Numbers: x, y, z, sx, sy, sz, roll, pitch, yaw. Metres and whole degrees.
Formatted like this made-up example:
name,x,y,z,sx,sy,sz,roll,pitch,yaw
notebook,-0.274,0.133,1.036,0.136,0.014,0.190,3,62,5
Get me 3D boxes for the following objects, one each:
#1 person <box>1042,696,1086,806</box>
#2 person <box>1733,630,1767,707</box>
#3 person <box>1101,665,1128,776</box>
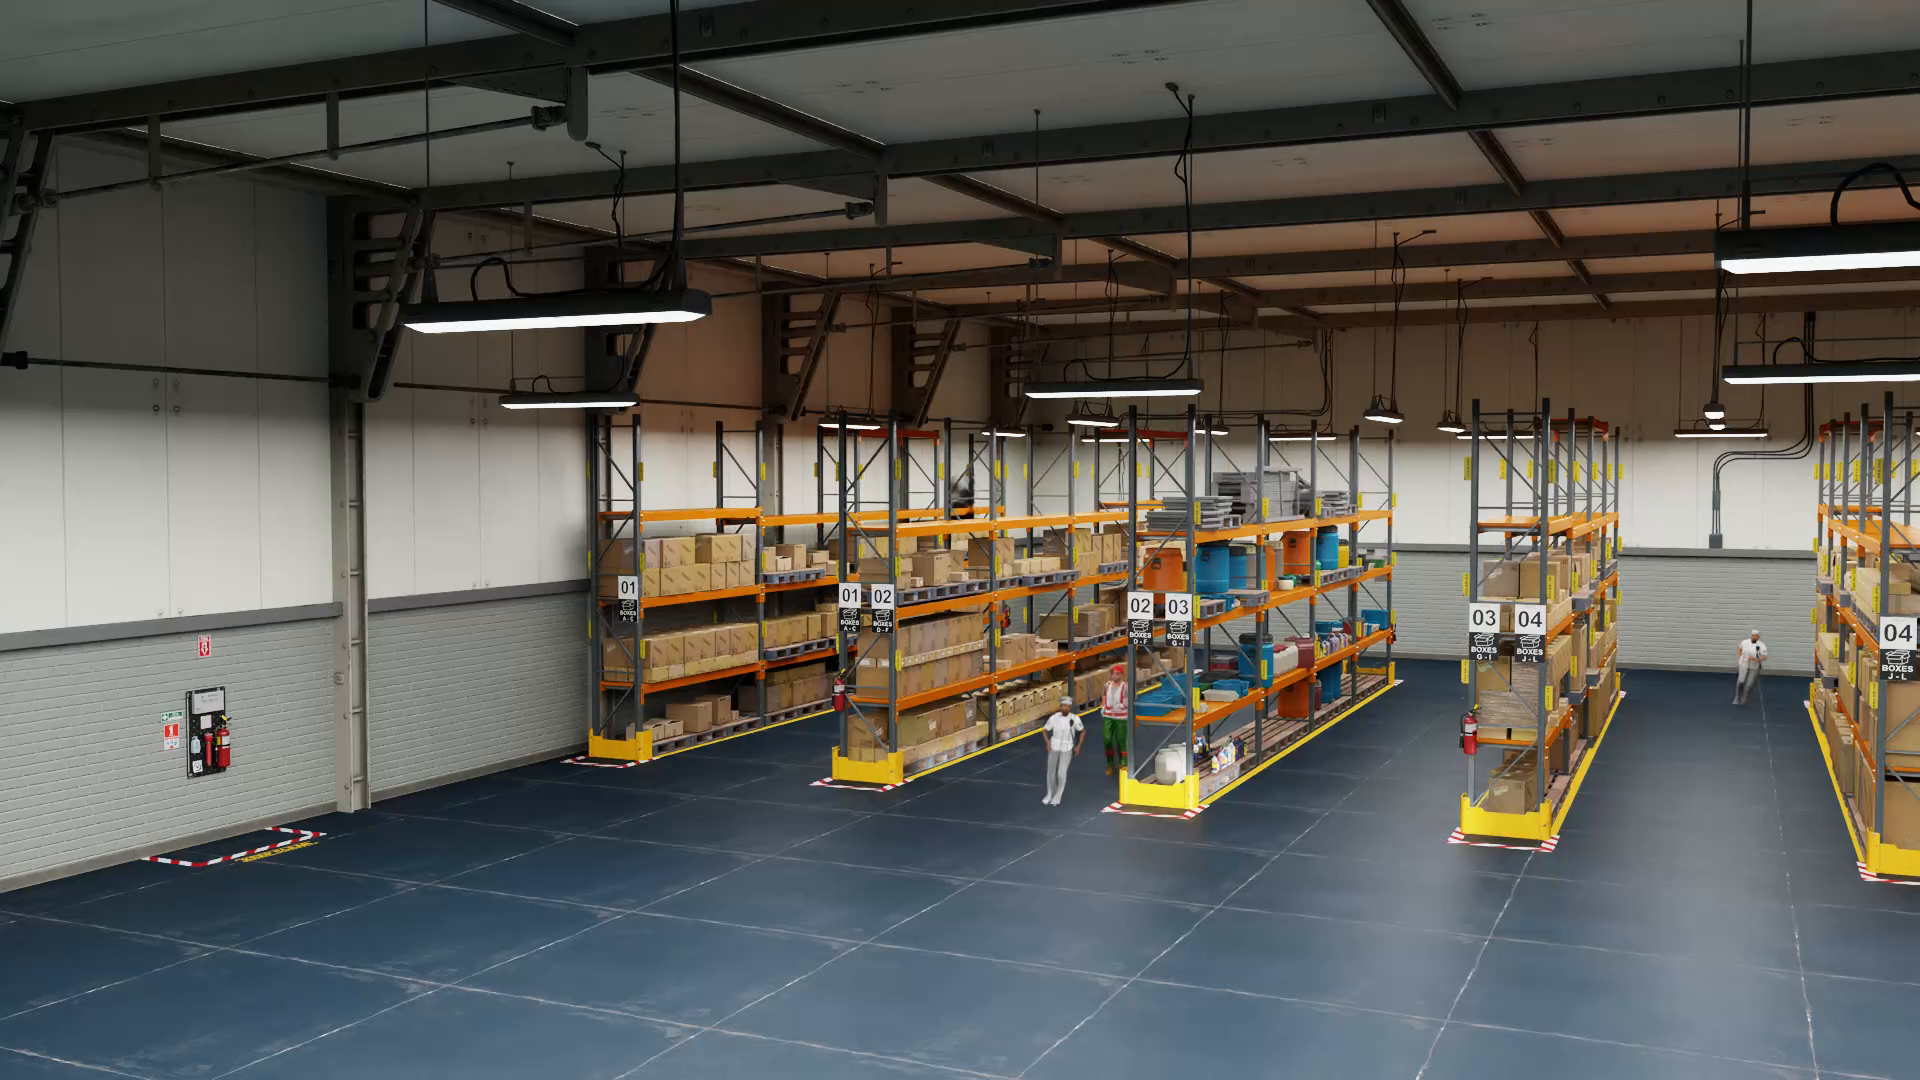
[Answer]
name,x,y,z,sx,sy,sz,roll,pitch,yaw
person,1.534,3.154,24.883,0.640,1.652,0.604,1,2,12
person,16.855,2.734,35.457,0.645,1.667,0.671,1,3,29
person,2.583,2.994,27.523,0.640,1.846,0.679,1,3,25
